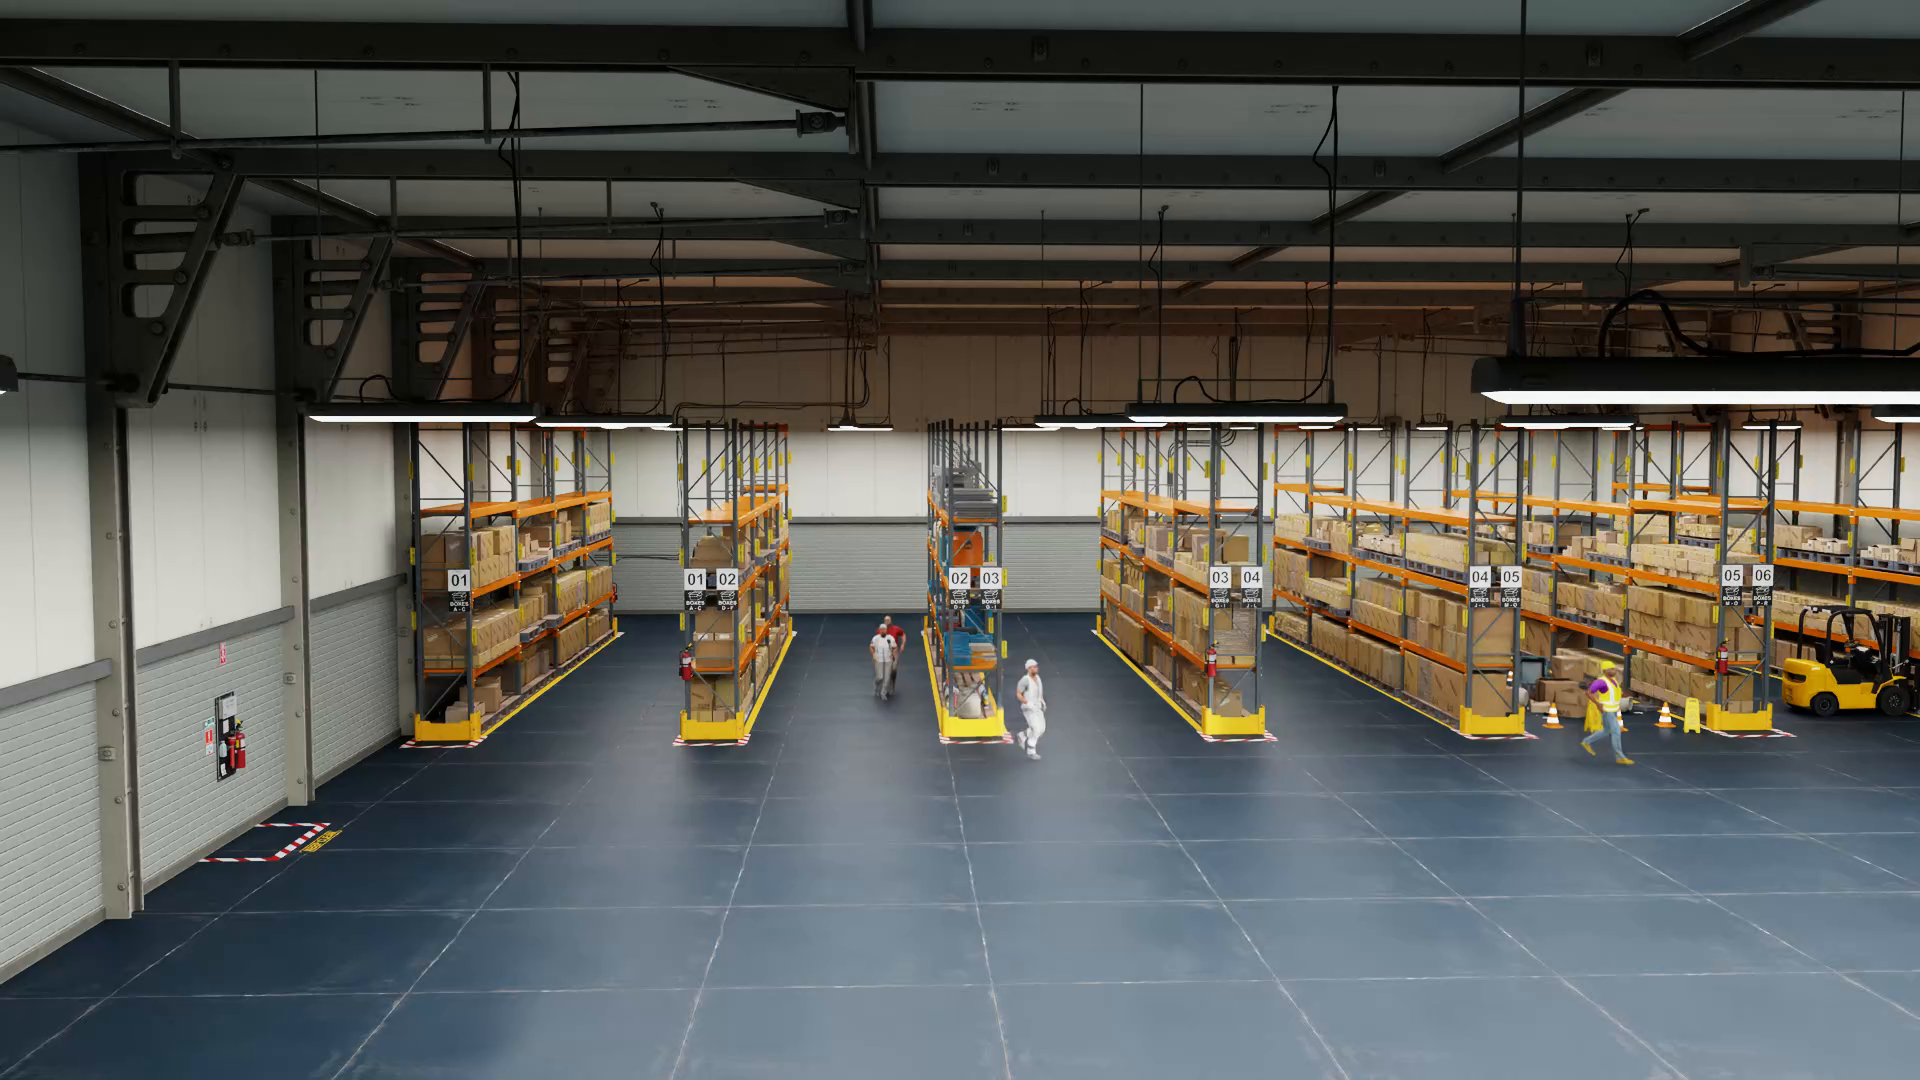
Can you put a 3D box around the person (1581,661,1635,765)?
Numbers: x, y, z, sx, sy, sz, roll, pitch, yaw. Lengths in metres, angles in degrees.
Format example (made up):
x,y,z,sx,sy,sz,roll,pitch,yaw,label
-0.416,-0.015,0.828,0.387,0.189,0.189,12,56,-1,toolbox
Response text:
x,y,z,sx,sy,sz,roll,pitch,yaw,label
11.256,2.968,28.868,0.990,1.746,0.705,3,5,42,person

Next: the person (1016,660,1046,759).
x,y,z,sx,sy,sz,roll,pitch,yaw,label
1.217,2.970,29.379,0.630,1.742,0.697,3,5,37,person

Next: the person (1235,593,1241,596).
x,y,z,sx,sy,sz,roll,pitch,yaw,label
7.757,1.983,46.663,0.552,1.510,0.773,1,4,13,person

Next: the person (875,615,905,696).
x,y,z,sx,sy,sz,roll,pitch,yaw,label
-1.553,2.548,36.636,0.670,1.773,0.767,0,4,2,person

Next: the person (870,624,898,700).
x,y,z,sx,sy,sz,roll,pitch,yaw,label
-1.631,2.623,35.760,0.592,1.636,0.561,0,4,-6,person
